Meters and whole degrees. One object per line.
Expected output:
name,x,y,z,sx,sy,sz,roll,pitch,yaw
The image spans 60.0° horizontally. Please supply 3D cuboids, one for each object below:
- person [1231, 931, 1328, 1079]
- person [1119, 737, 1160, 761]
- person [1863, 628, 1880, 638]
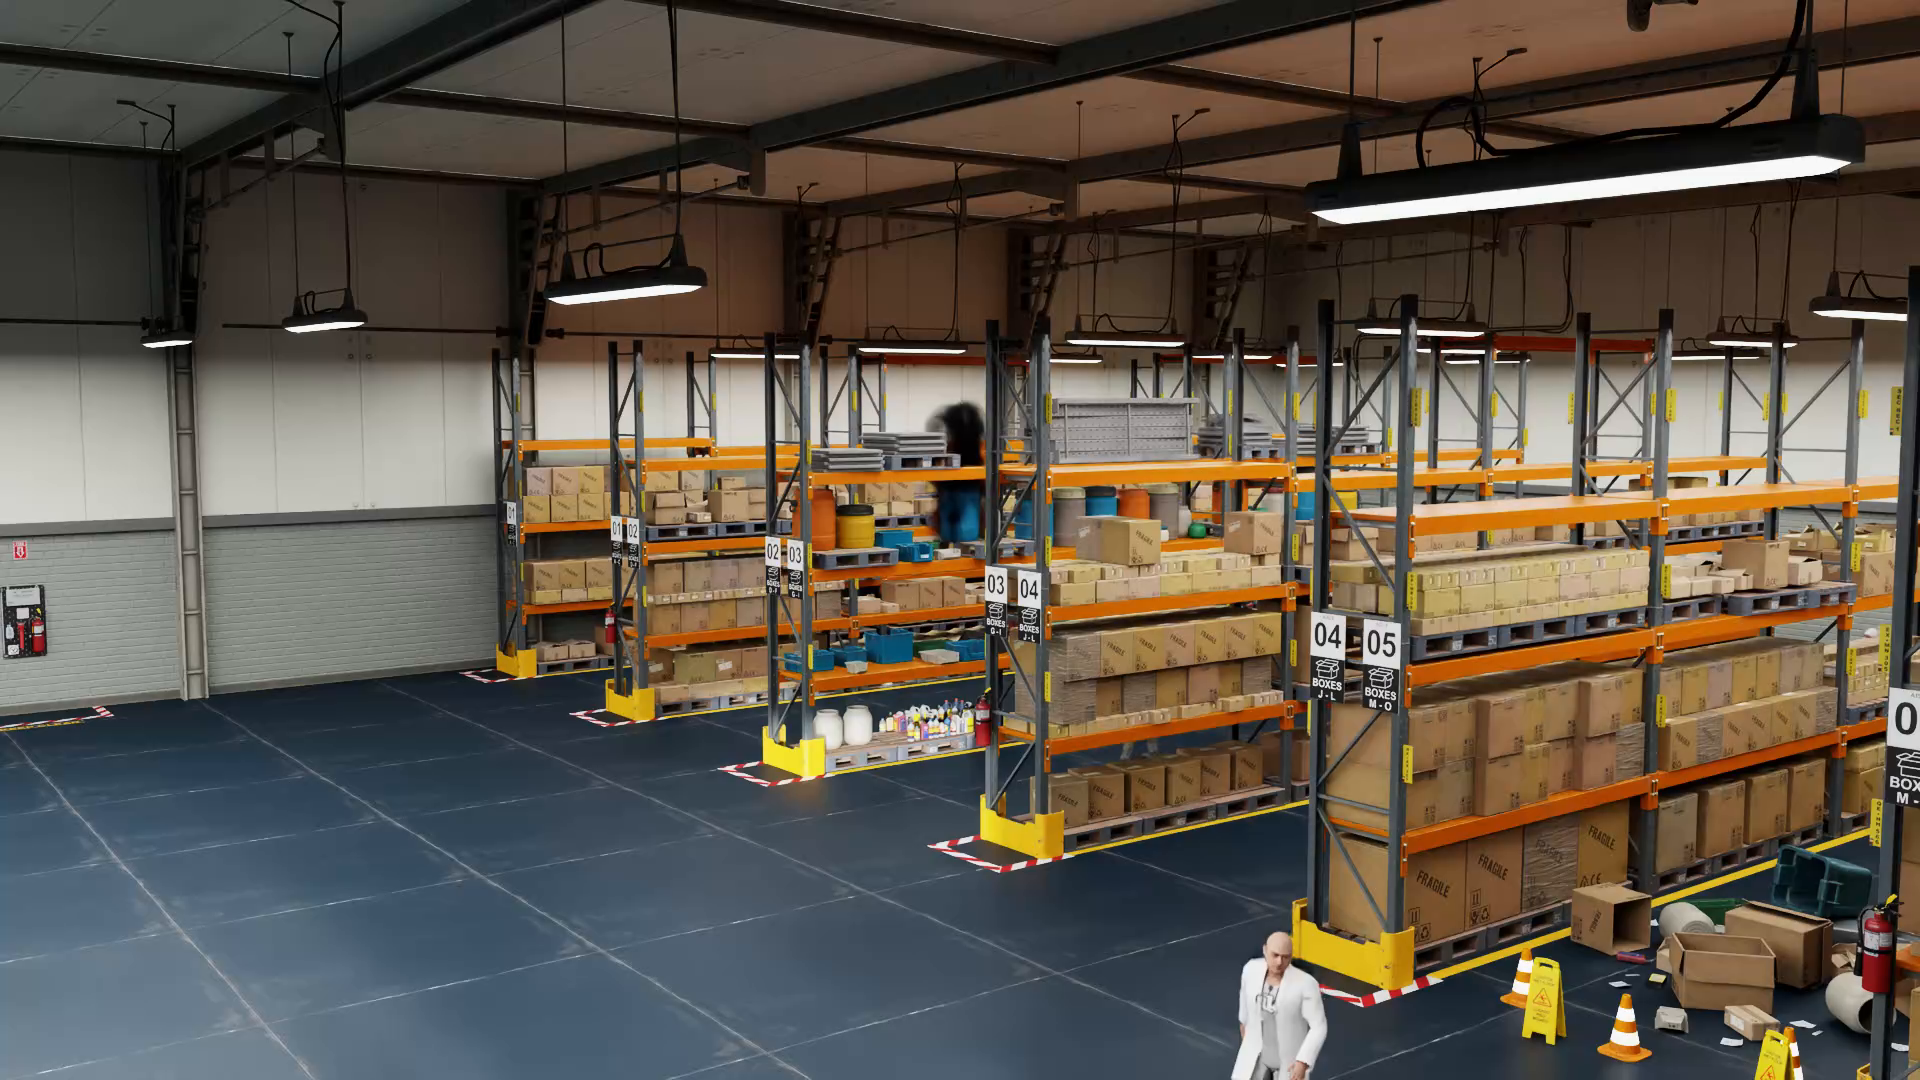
person,2.036,3.358,10.713,0.684,1.737,0.849,2,6,24
person,2.502,2.306,23.326,0.781,1.677,0.545,-4,6,-39
person,13.707,2.140,24.846,0.779,1.695,0.653,-4,6,-37
